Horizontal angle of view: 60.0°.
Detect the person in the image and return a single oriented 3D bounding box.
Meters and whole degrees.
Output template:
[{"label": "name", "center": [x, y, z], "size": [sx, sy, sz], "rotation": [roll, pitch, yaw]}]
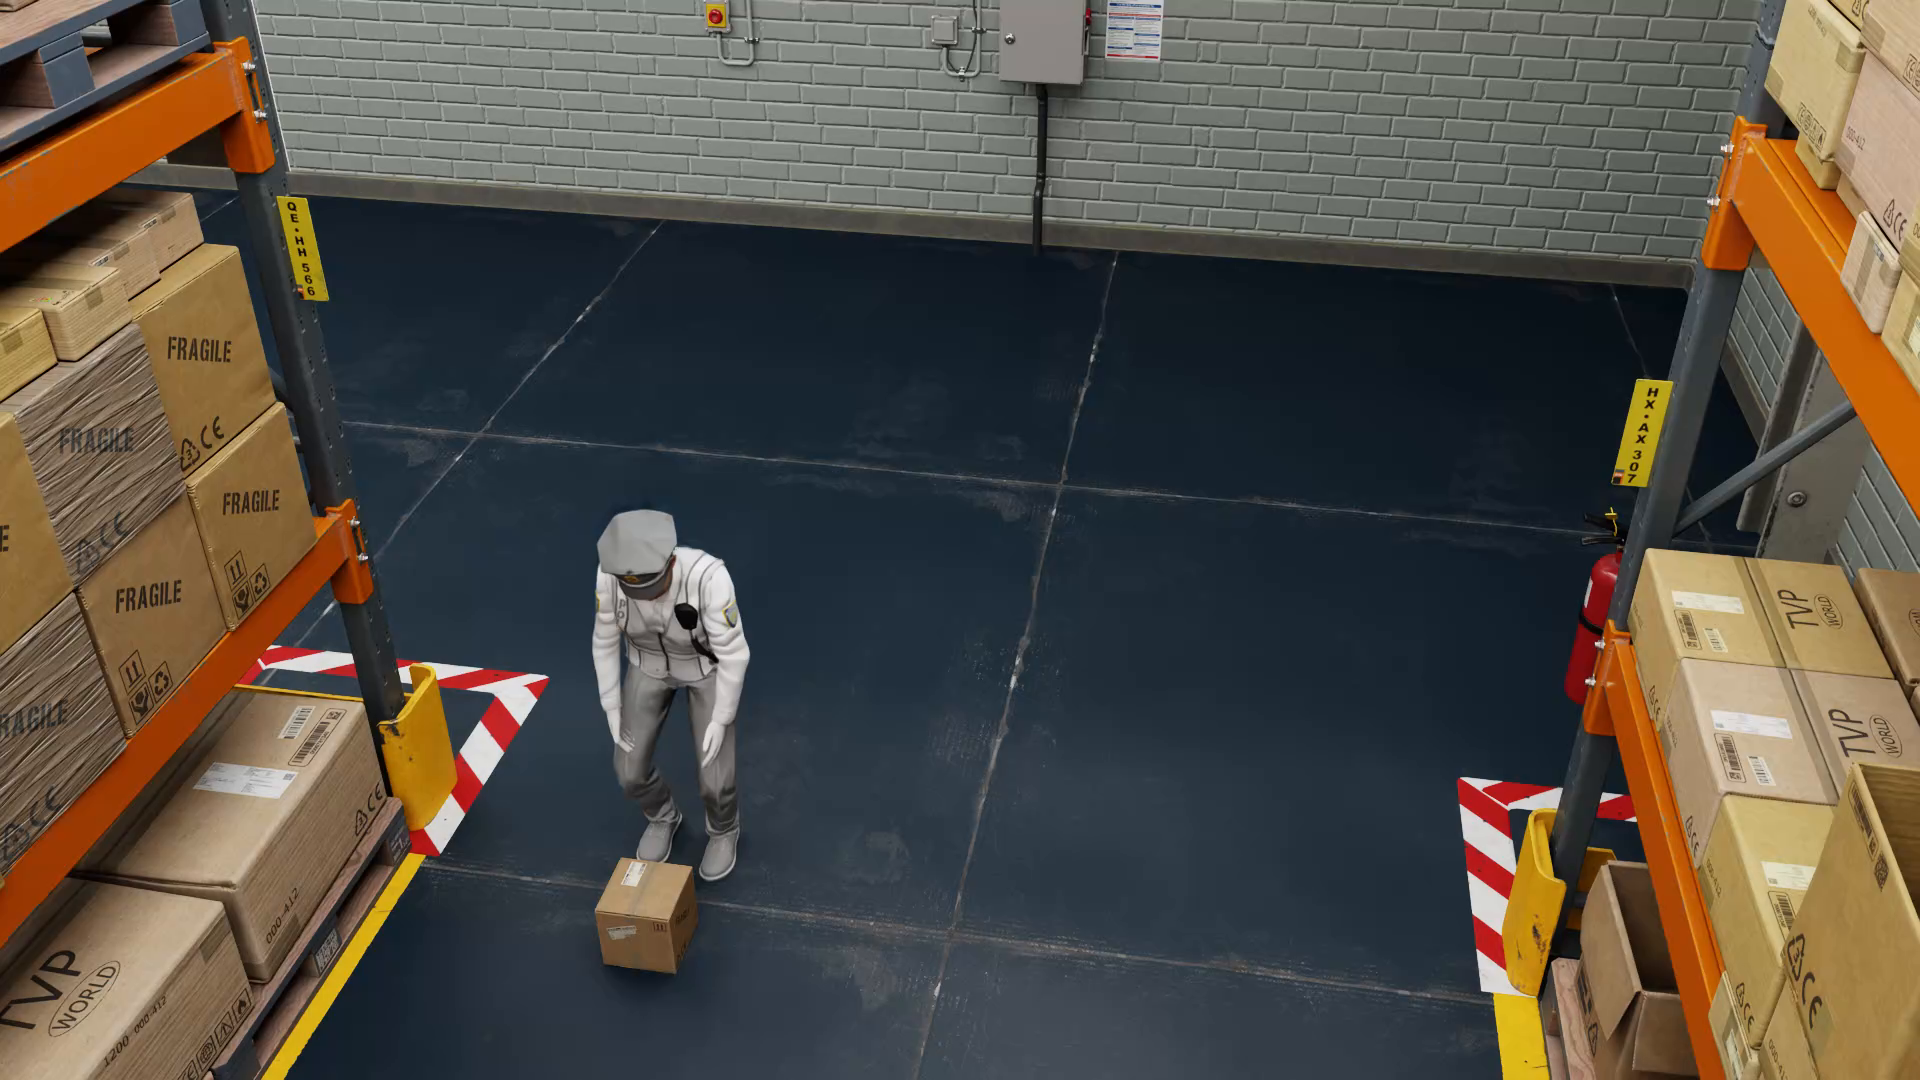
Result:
[{"label": "person", "center": [-0.936, 0.498, 5.522], "size": [0.529, 1.501, 0.612], "rotation": [6, 33, 9]}]
